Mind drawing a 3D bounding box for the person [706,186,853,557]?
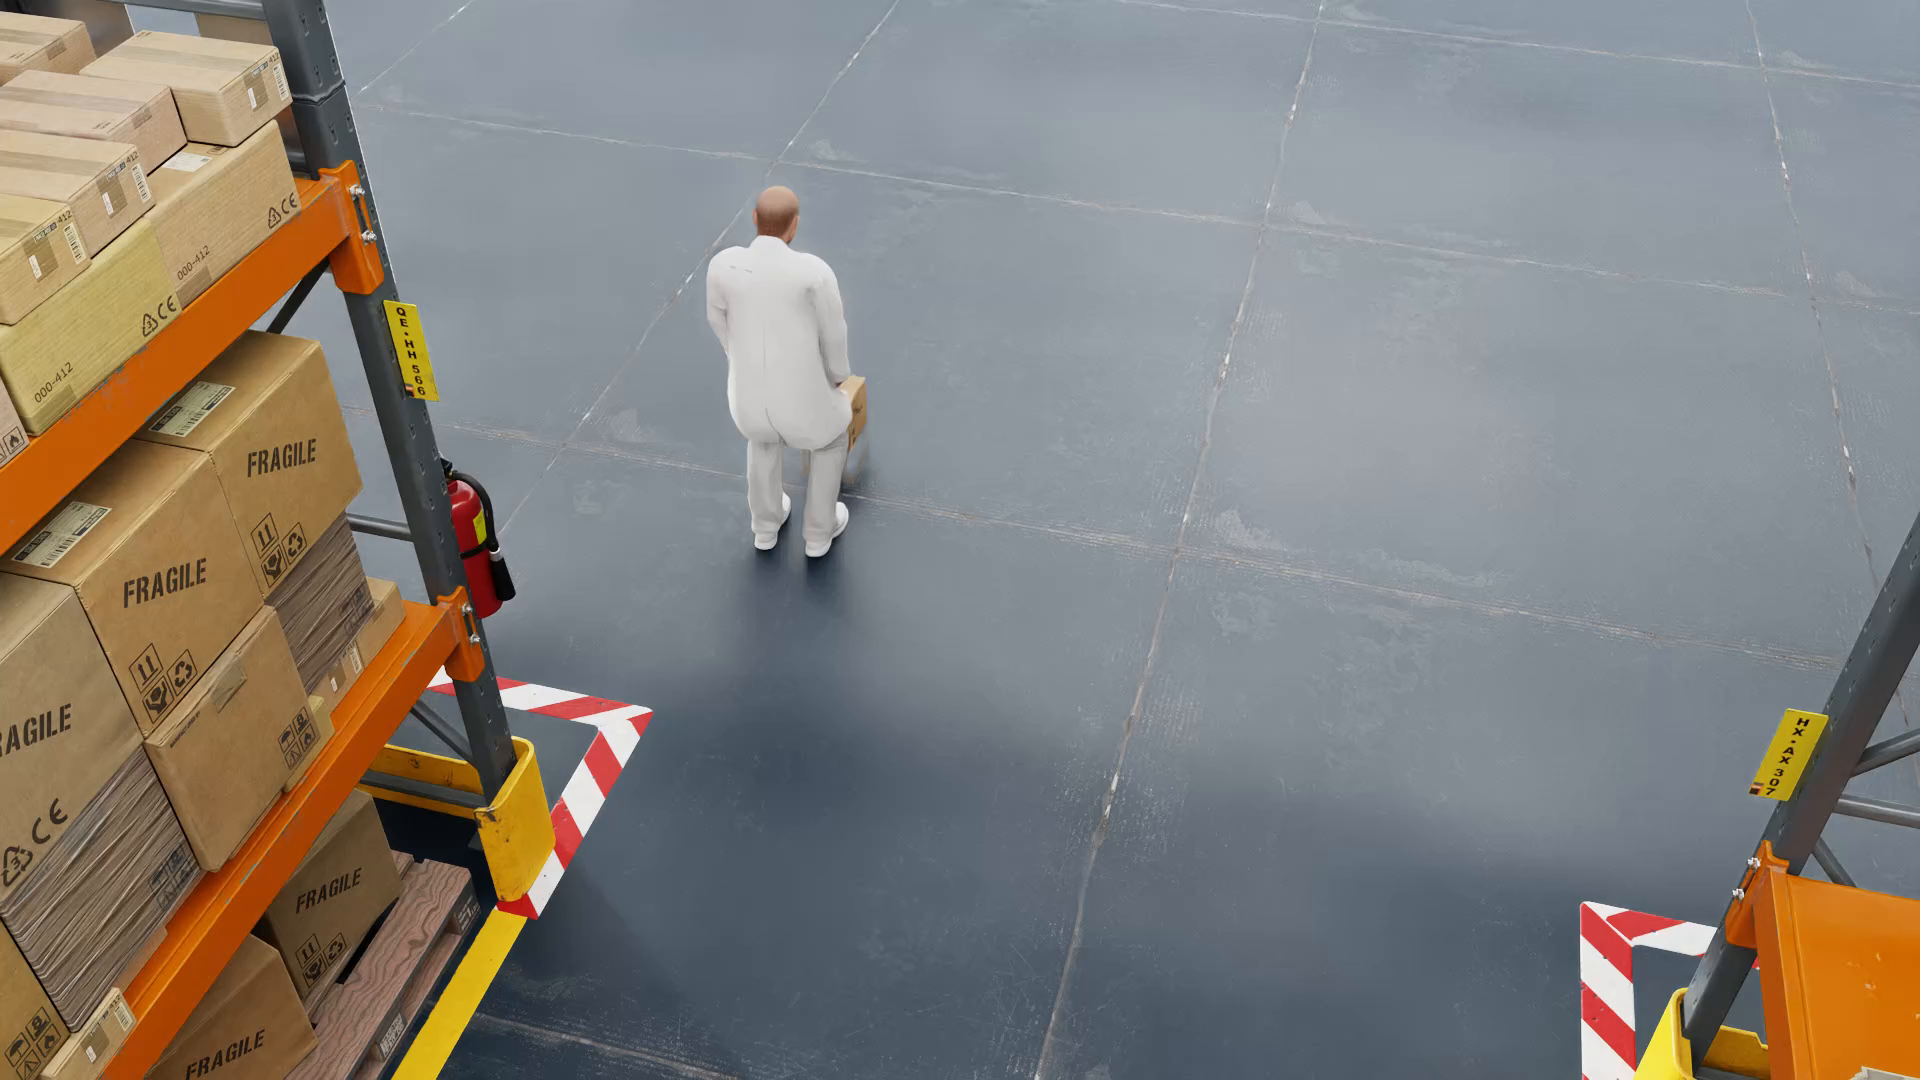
[{"bbox_3d":[-0.763,-0.674,7.057,0.607,1.662,0.496,11,42,12],"label":"person"}]
